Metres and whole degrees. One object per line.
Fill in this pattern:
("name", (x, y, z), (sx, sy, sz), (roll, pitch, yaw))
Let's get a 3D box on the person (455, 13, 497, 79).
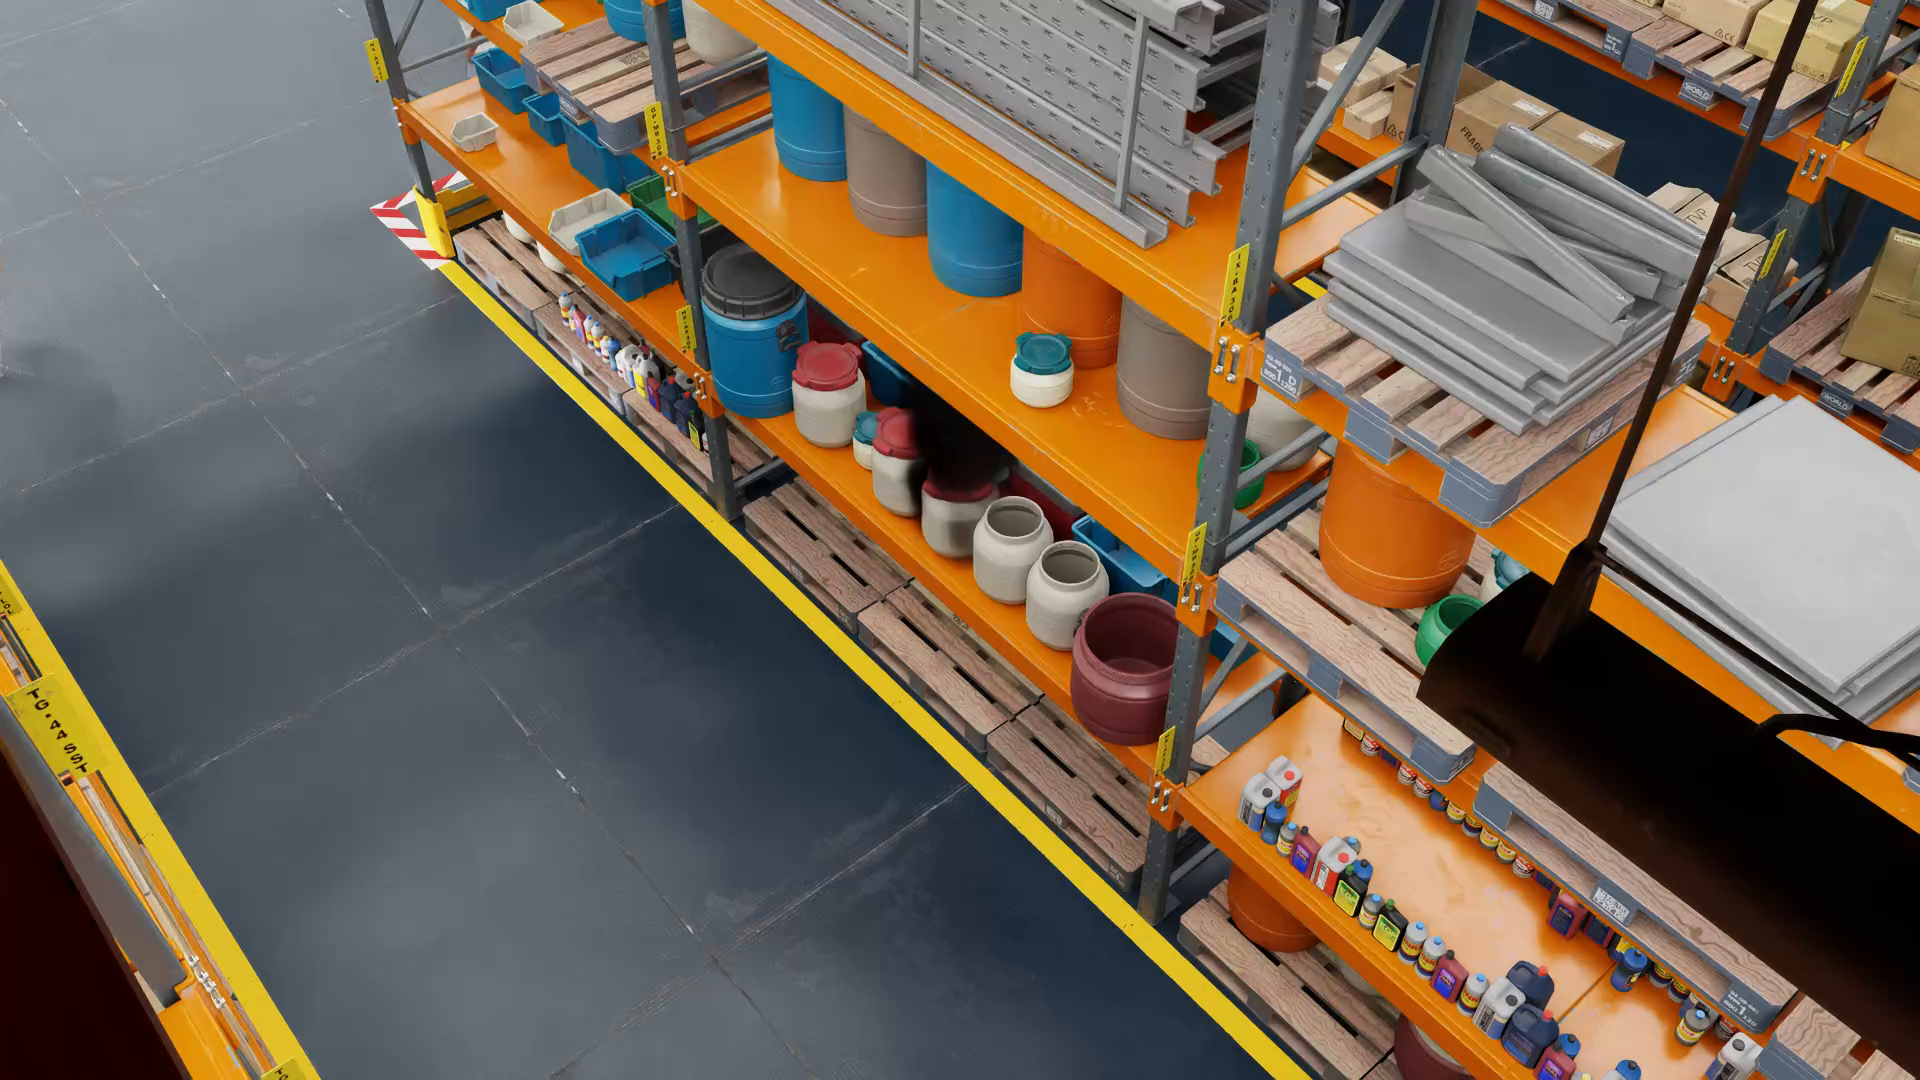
("person", (-3.840, -4.114, 13.712), (0.612, 1.723, 0.731), (6, 47, 6))
